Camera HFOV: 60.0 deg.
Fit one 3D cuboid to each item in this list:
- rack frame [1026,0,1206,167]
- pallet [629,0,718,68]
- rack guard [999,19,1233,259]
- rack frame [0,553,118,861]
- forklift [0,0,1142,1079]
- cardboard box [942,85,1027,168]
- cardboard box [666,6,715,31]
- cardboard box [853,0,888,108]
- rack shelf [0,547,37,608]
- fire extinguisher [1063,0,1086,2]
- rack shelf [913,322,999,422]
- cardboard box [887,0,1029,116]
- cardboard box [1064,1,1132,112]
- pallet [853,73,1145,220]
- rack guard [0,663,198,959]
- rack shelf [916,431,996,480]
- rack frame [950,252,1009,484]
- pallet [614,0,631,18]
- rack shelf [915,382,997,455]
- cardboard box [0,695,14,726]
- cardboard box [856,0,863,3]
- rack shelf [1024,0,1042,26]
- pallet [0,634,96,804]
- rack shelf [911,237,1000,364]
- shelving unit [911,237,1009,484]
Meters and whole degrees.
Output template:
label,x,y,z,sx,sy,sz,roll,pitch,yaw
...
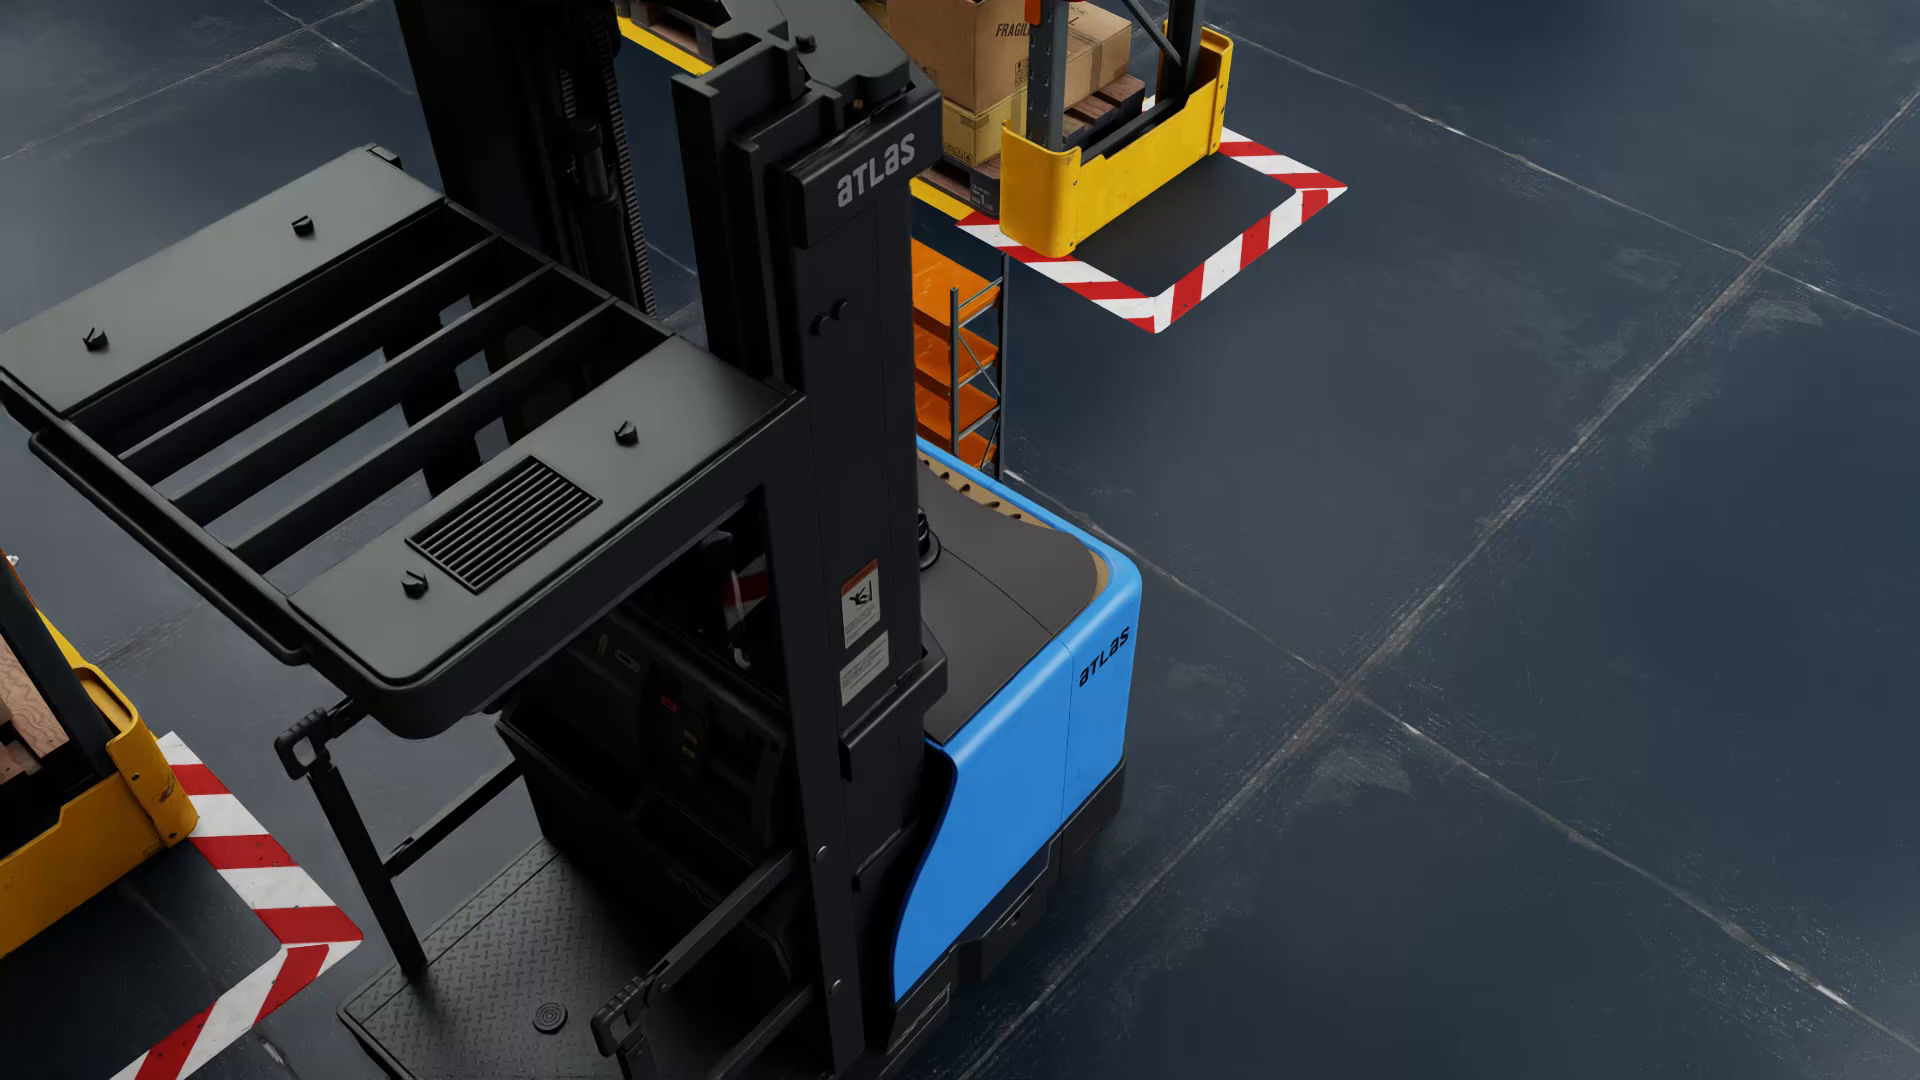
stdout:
label,x,y,z,sx,sy,sz,roll,pitch,yaw
rack frame,0.643,-2.574,6.109,0.127,3.000,1.000,34,55,28
pallet,-0.839,-2.579,8.026,1.213,0.211,1.003,34,55,28
rack guard,0.661,-1.707,7.010,0.348,0.500,1.175,34,55,28
rack frame,-2.714,0.081,3.616,0.127,3.000,1.000,34,55,28
forklift,-0.847,0.402,3.362,1.130,2.935,3.031,31,54,26
cardboard box,0.049,-1.884,7.059,0.500,0.250,0.500,34,55,28
cardboard box,-1.062,-2.619,7.749,0.500,0.250,0.500,34,55,28
cardboard box,-0.327,-2.124,7.285,0.500,0.250,0.500,34,55,28
rack shelf,-4.183,-0.661,4.807,4.000,0.370,1.077,34,55,28
fire extinguisher,0.415,-2.240,5.849,0.183,0.674,0.296,34,55,28
rack shelf,-0.122,-0.600,5.275,0.480,0.148,0.258,34,55,28
cardboard box,0.047,-2.139,6.785,0.500,0.500,0.500,34,55,28
cardboard box,0.400,-2.161,7.320,0.500,0.250,0.500,34,55,28
pallet,0.053,-1.975,7.460,1.213,0.211,1.003,34,55,28
rack guard,-2.770,0.900,4.563,0.348,0.500,1.175,34,55,28
rack shelf,-0.122,-0.311,5.583,0.480,0.148,0.258,34,55,28
rack frame,0.058,-0.372,5.276,0.015,1.200,0.240,34,55,28
pallet,-1.740,-3.182,8.593,1.213,0.211,1.003,34,55,28
rack shelf,-0.122,-0.446,5.438,0.480,0.148,0.258,34,55,28
cardboard box,-3.161,0.461,4.802,0.500,0.311,0.500,28,53,24
cardboard box,-0.695,-2.371,7.516,0.500,0.250,0.500,34,55,28
rack shelf,-0.826,-3.317,7.300,4.000,0.370,1.077,34,55,28
pallet,-3.343,0.578,5.063,1.213,0.211,1.003,34,55,28
rack shelf,-0.122,-0.762,5.103,0.480,0.148,0.258,34,55,28
shelving unit,-0.122,-0.493,5.389,0.503,1.200,0.258,34,55,28
